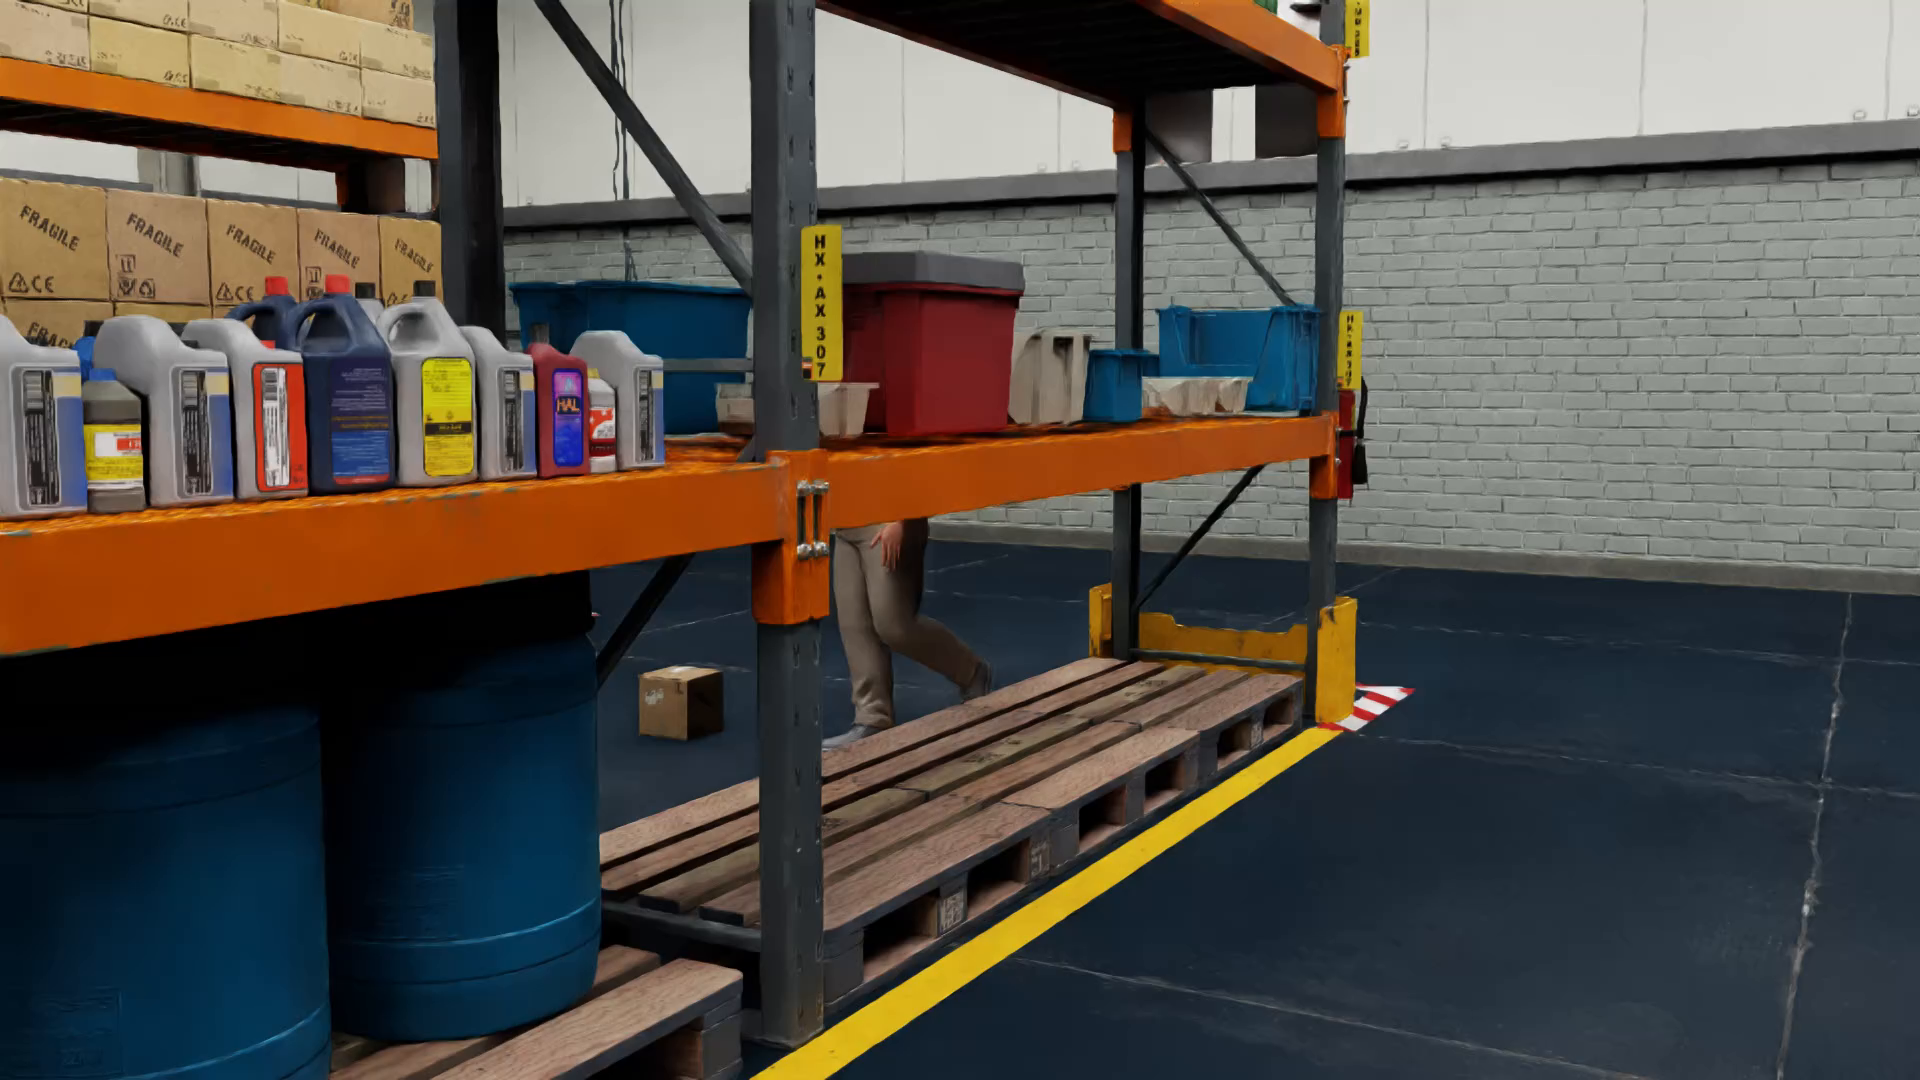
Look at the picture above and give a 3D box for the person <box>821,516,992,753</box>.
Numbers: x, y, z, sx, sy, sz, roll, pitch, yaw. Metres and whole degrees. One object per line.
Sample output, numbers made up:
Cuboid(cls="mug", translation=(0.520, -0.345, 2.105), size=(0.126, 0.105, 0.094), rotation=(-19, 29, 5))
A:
Cuboid(cls="person", translation=(-0.275, -0.035, 6.568), size=(0.721, 1.702, 0.592), rotation=(-4, 7, -34))
